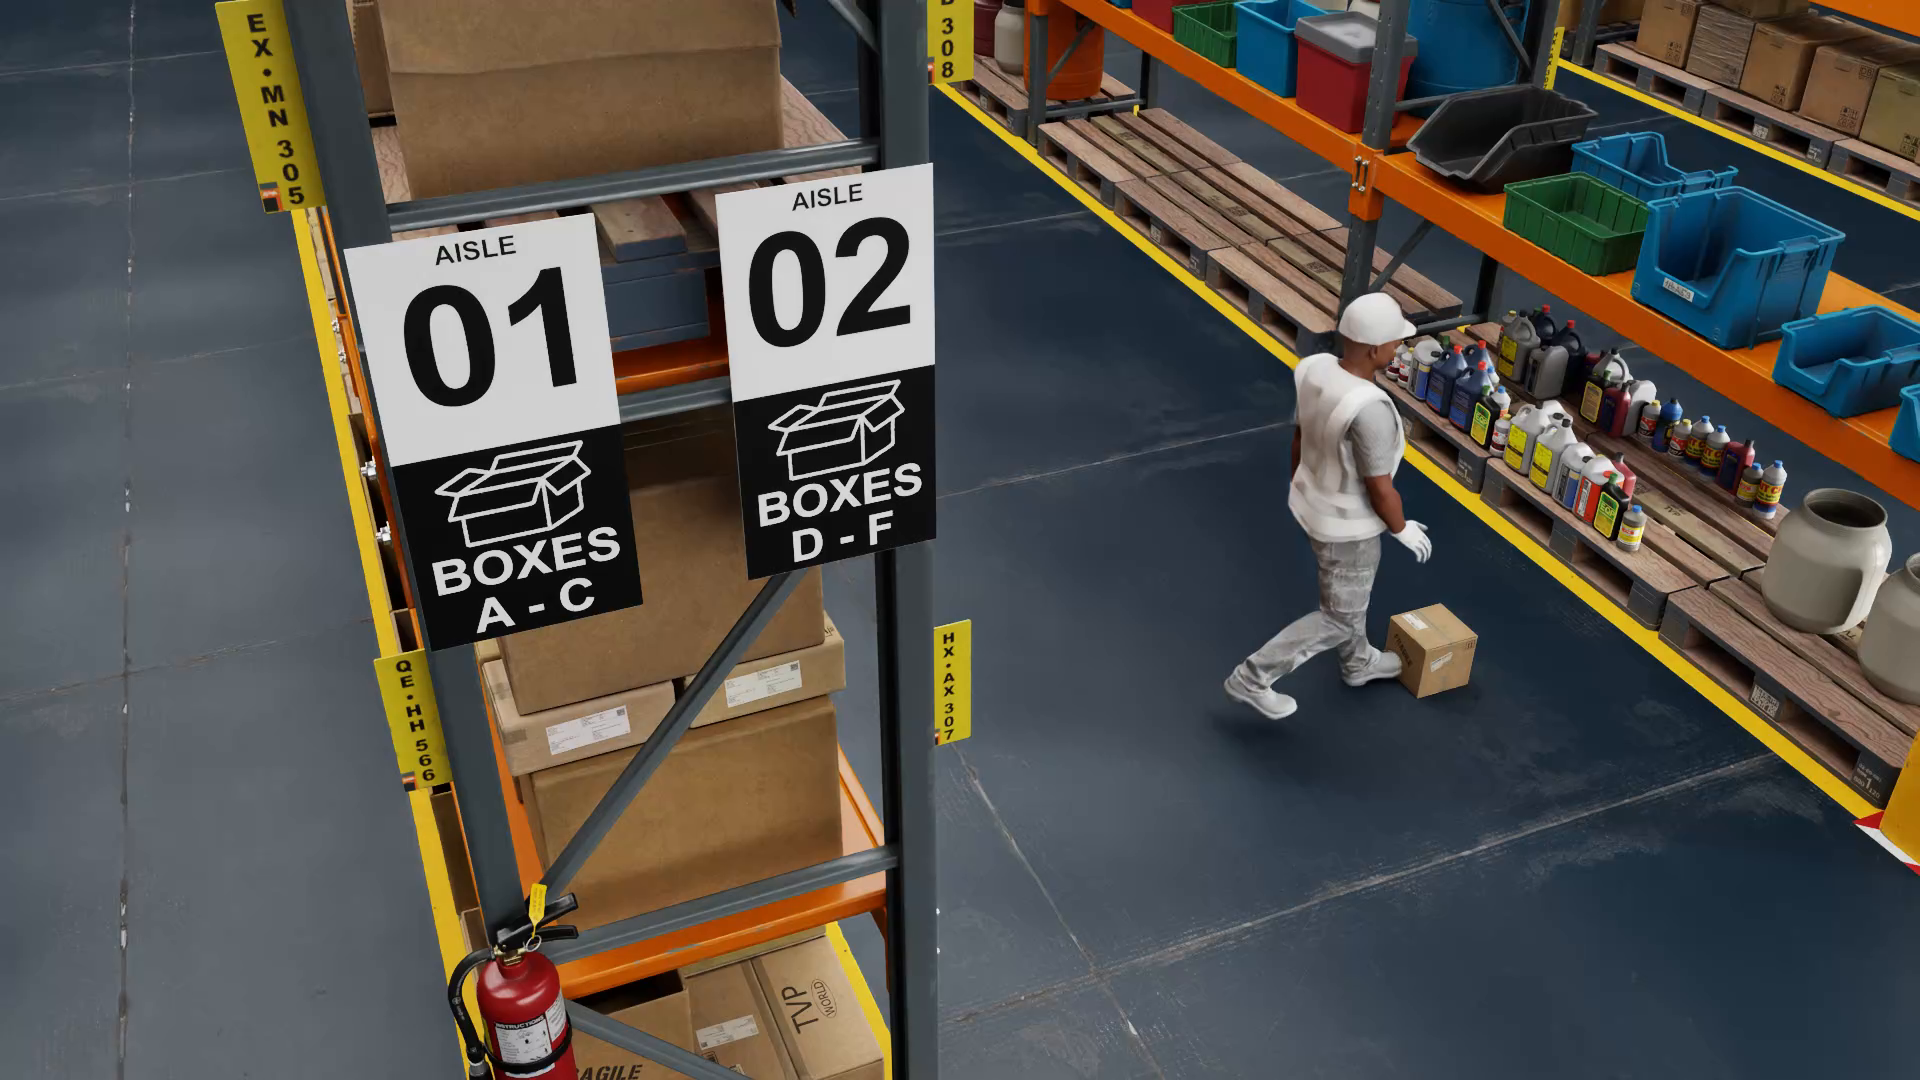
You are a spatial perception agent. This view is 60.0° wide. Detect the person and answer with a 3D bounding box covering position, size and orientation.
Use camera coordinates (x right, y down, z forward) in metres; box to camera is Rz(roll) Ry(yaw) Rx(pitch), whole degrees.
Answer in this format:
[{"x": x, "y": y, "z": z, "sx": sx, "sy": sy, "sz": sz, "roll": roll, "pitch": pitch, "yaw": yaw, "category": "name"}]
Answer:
[{"x": 1.450, "y": -0.093, "z": 6.262, "sx": 0.887, "sy": 1.773, "sz": 0.554, "roll": -5, "pitch": 34, "yaw": -8, "category": "person"}]
